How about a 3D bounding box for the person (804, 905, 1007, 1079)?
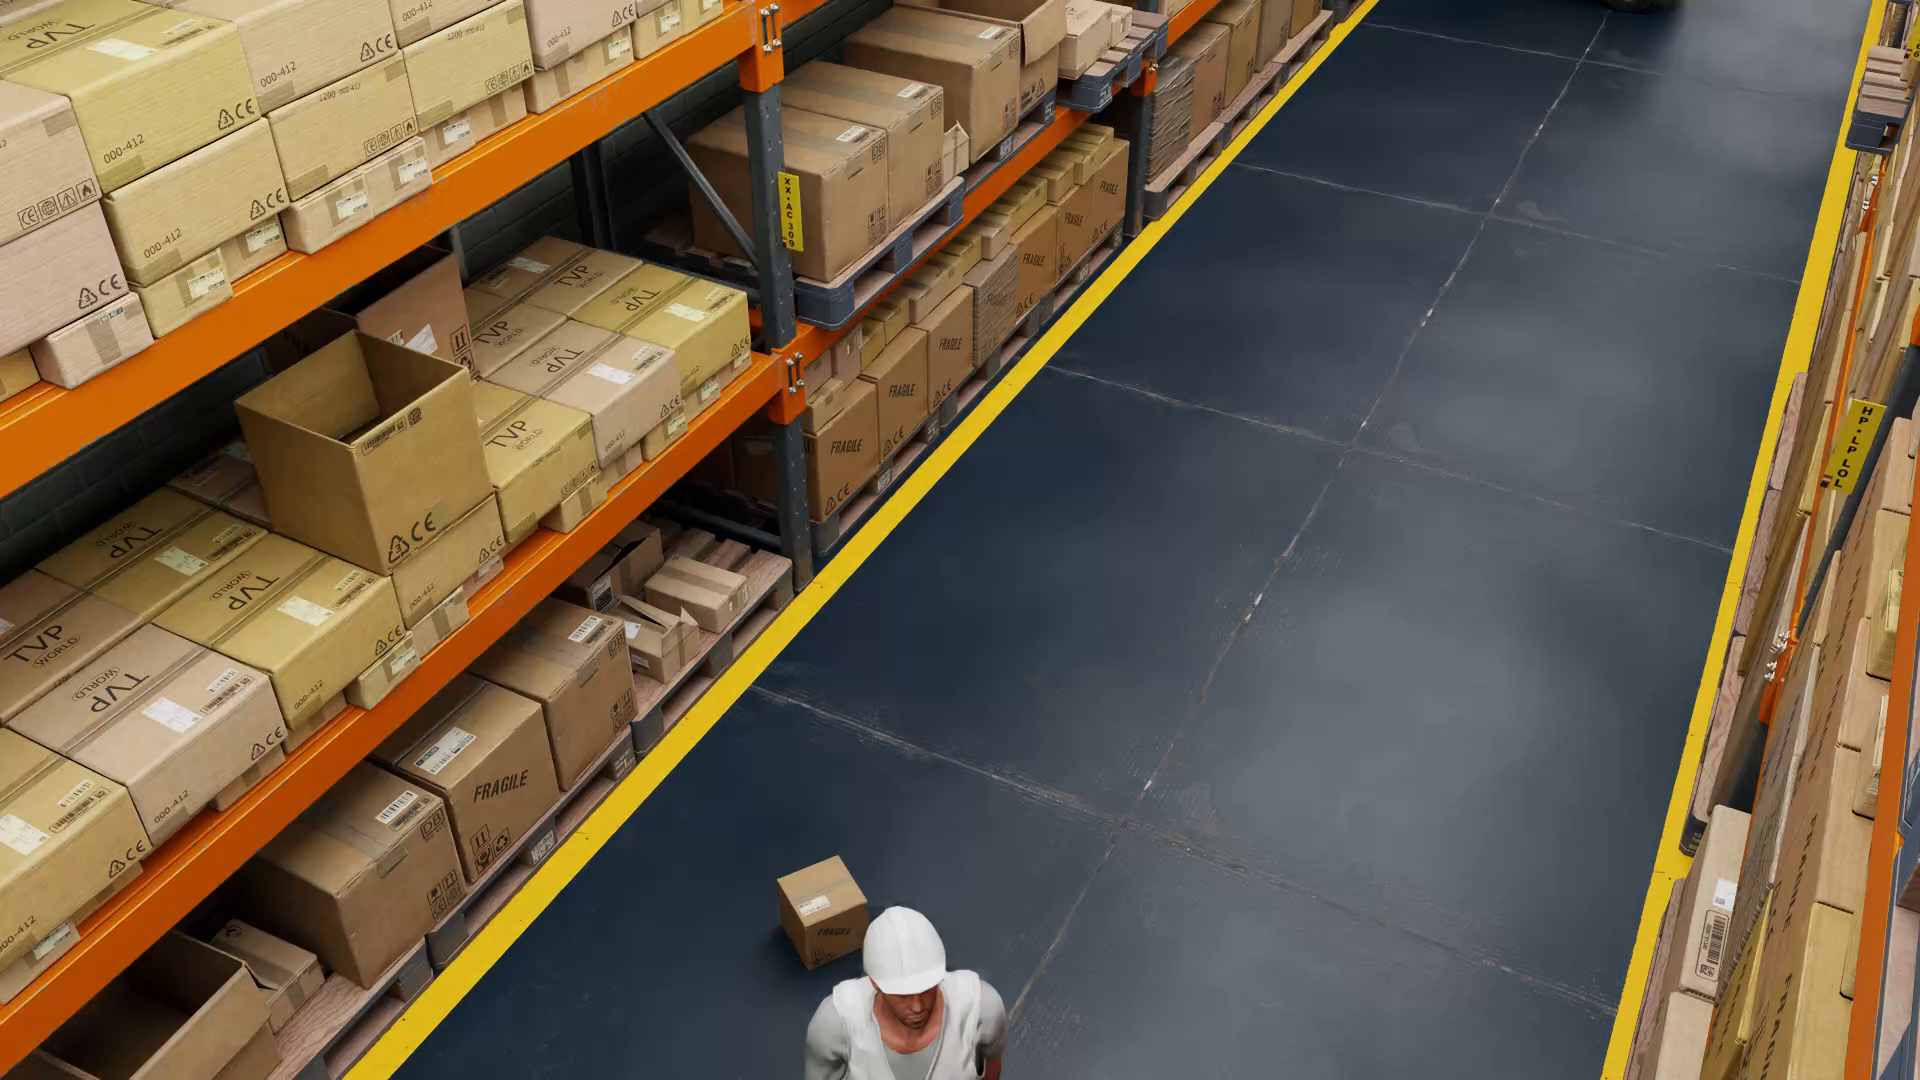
[{"bbox_3d":[-0.139,1.690,4.407,0.536,1.726,1.016,-1,38,-1],"label":"person"}]
